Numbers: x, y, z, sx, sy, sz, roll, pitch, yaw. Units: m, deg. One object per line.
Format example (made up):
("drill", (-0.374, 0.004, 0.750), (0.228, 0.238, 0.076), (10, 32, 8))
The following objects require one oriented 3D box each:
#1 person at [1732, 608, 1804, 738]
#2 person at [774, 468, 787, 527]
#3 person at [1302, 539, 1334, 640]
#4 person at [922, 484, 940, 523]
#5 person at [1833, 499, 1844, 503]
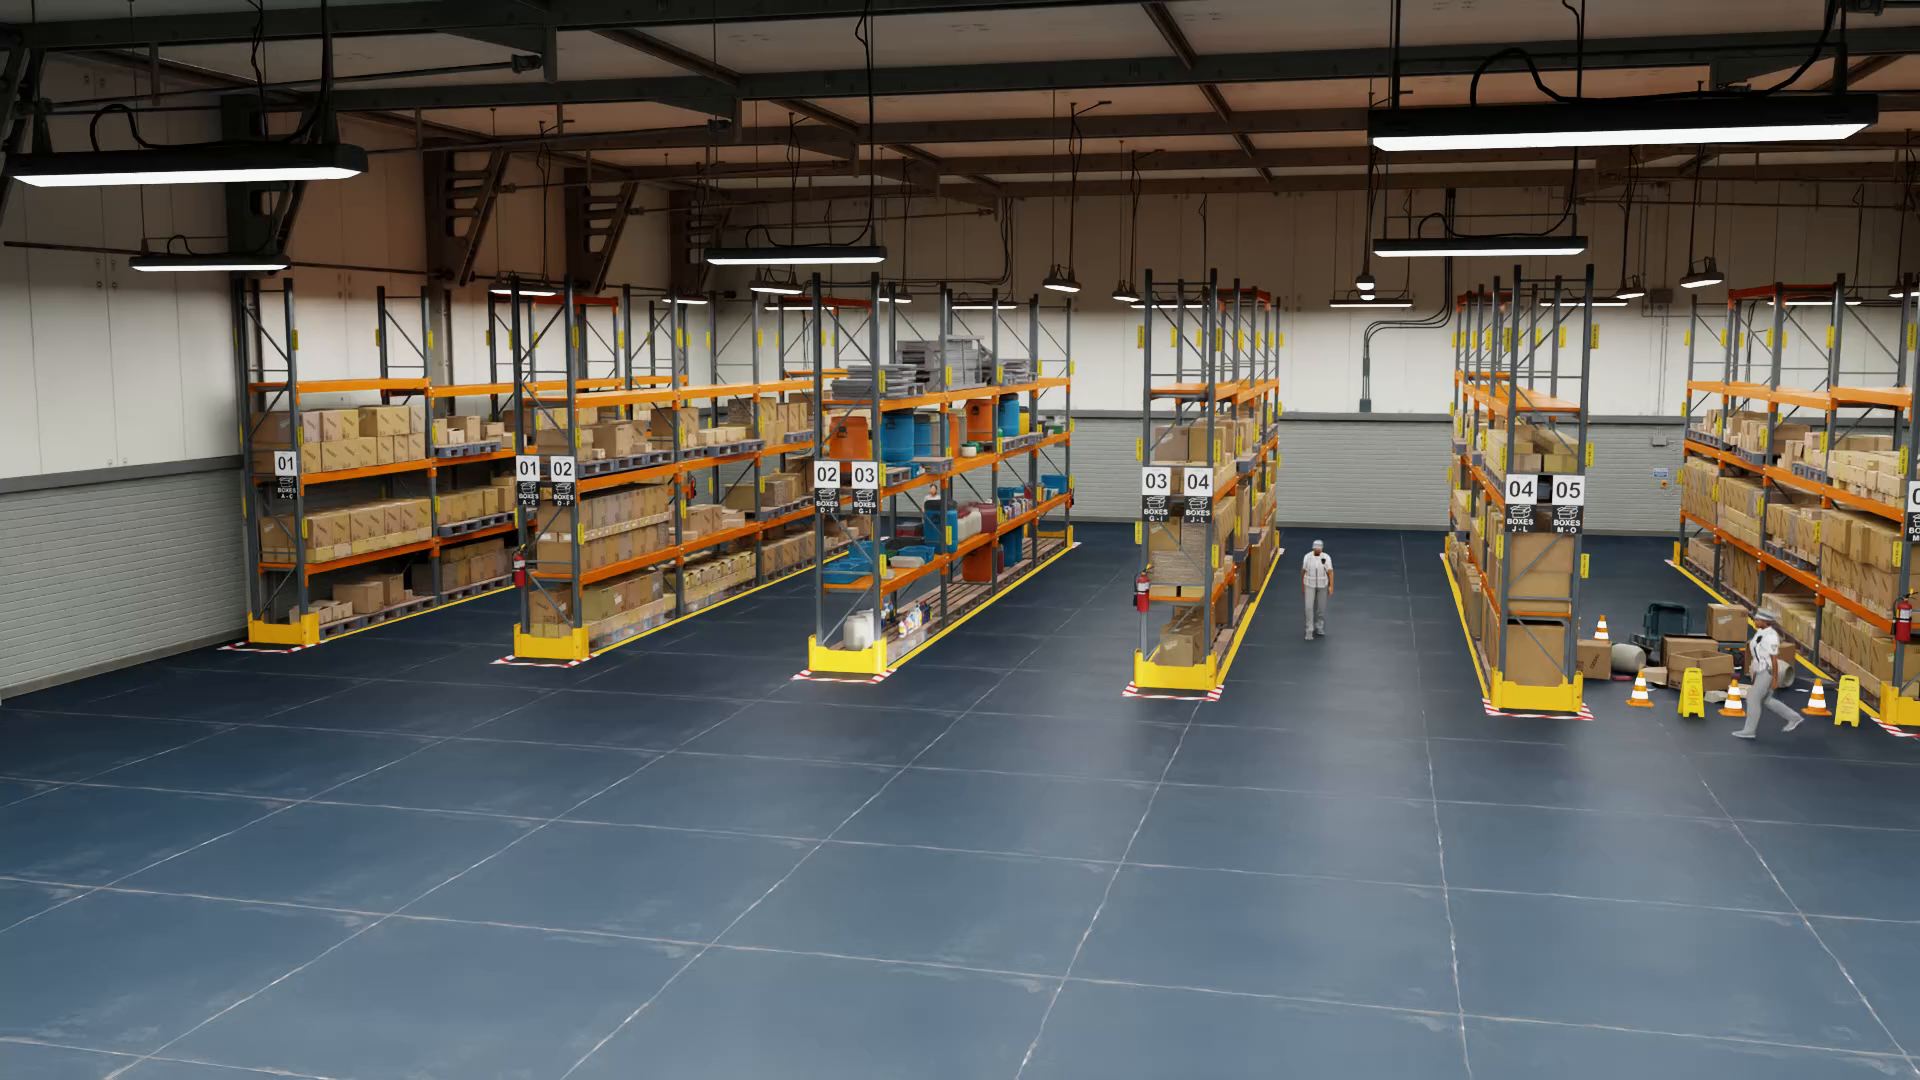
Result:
("person", (10.207, 1.669, 20.940), (0.891, 1.643, 0.458), (1, 7, 7))
("person", (-4.777, -1.040, 43.305), (0.971, 1.657, 0.507), (0, 7, -2))
("person", (6.051, 0.817, 28.162), (0.527, 1.679, 0.676), (1, 7, 11))
("person", (-0.654, -0.524, 39.344), (0.469, 1.611, 1.082), (1, 7, 11))
("person", (20.951, -0.616, 39.580), (0.437, 1.788, 0.587), (0, 7, -3))
